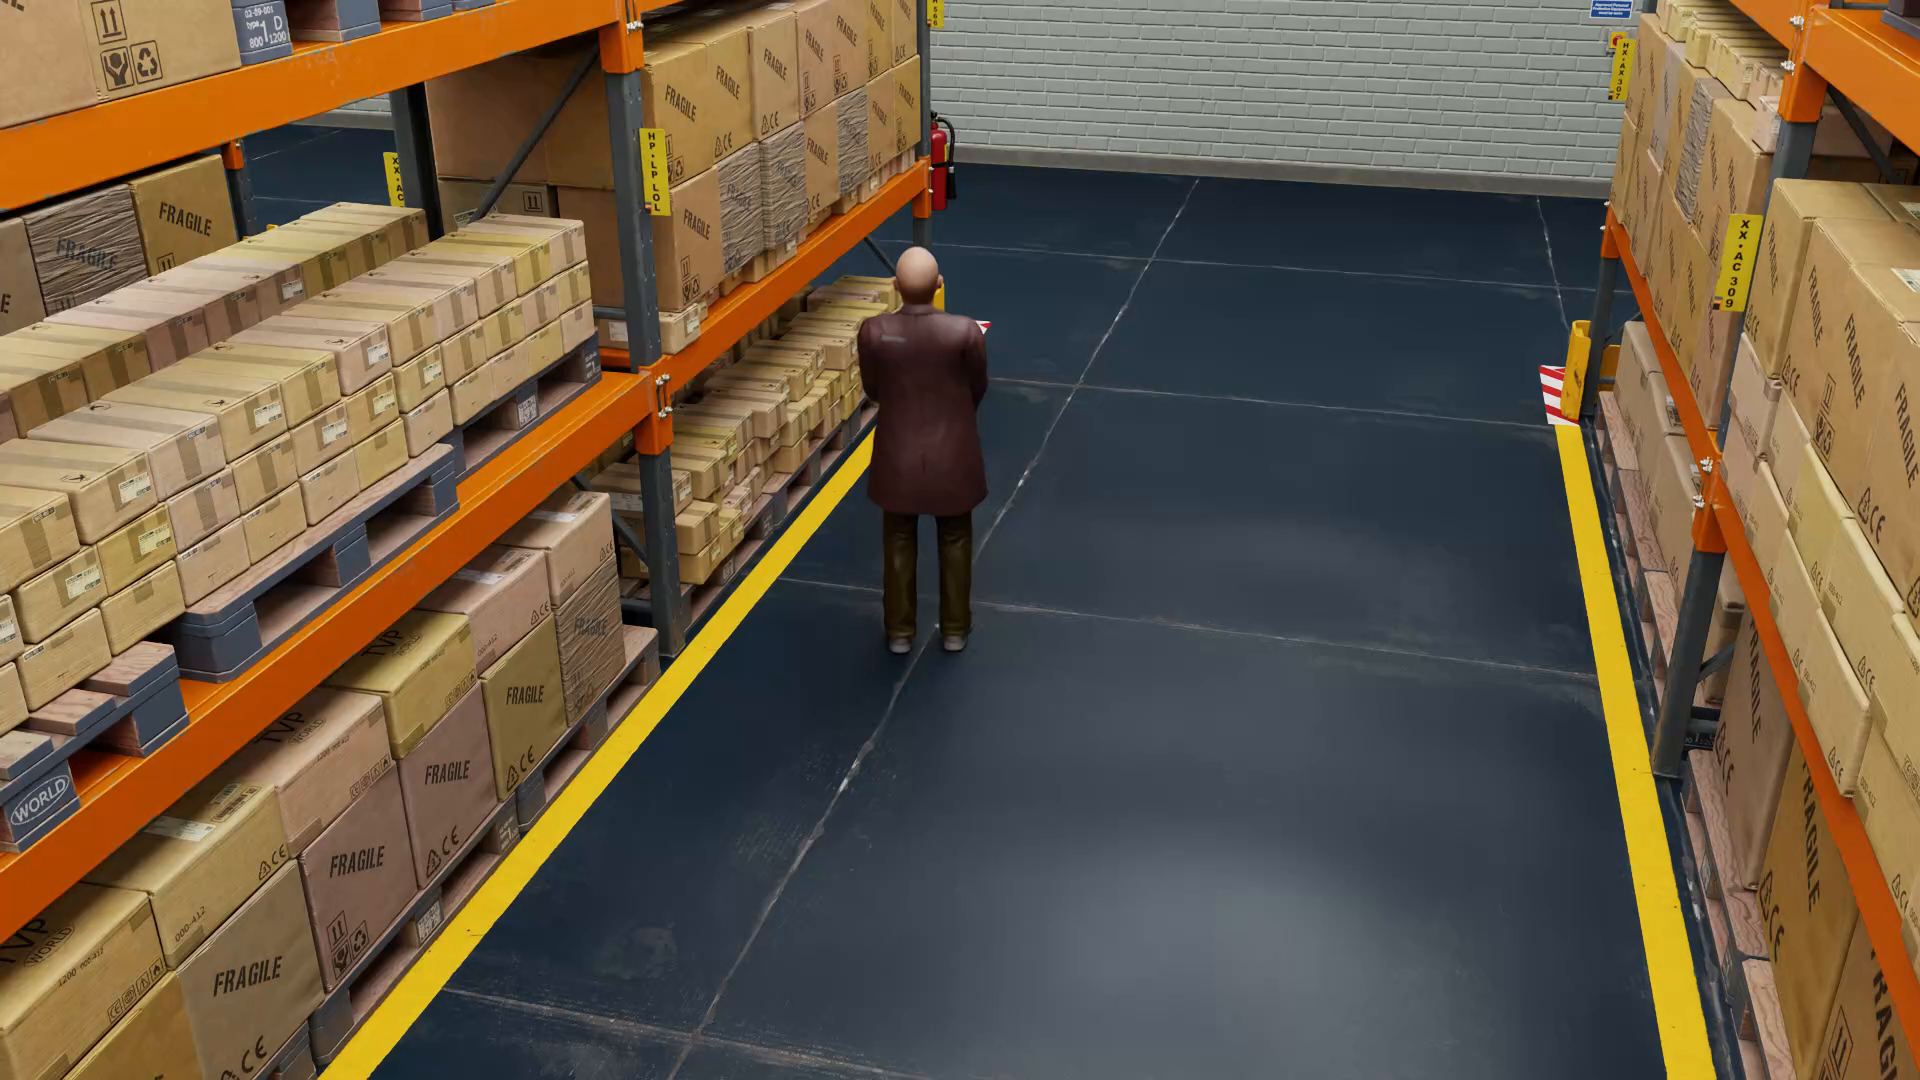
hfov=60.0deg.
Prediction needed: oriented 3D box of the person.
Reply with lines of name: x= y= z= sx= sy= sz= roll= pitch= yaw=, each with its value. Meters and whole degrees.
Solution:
person: x=-0.141 y=-0.400 z=6.984 sx=0.528 sy=1.773 sz=0.554 roll=2 pitch=25 yaw=3
